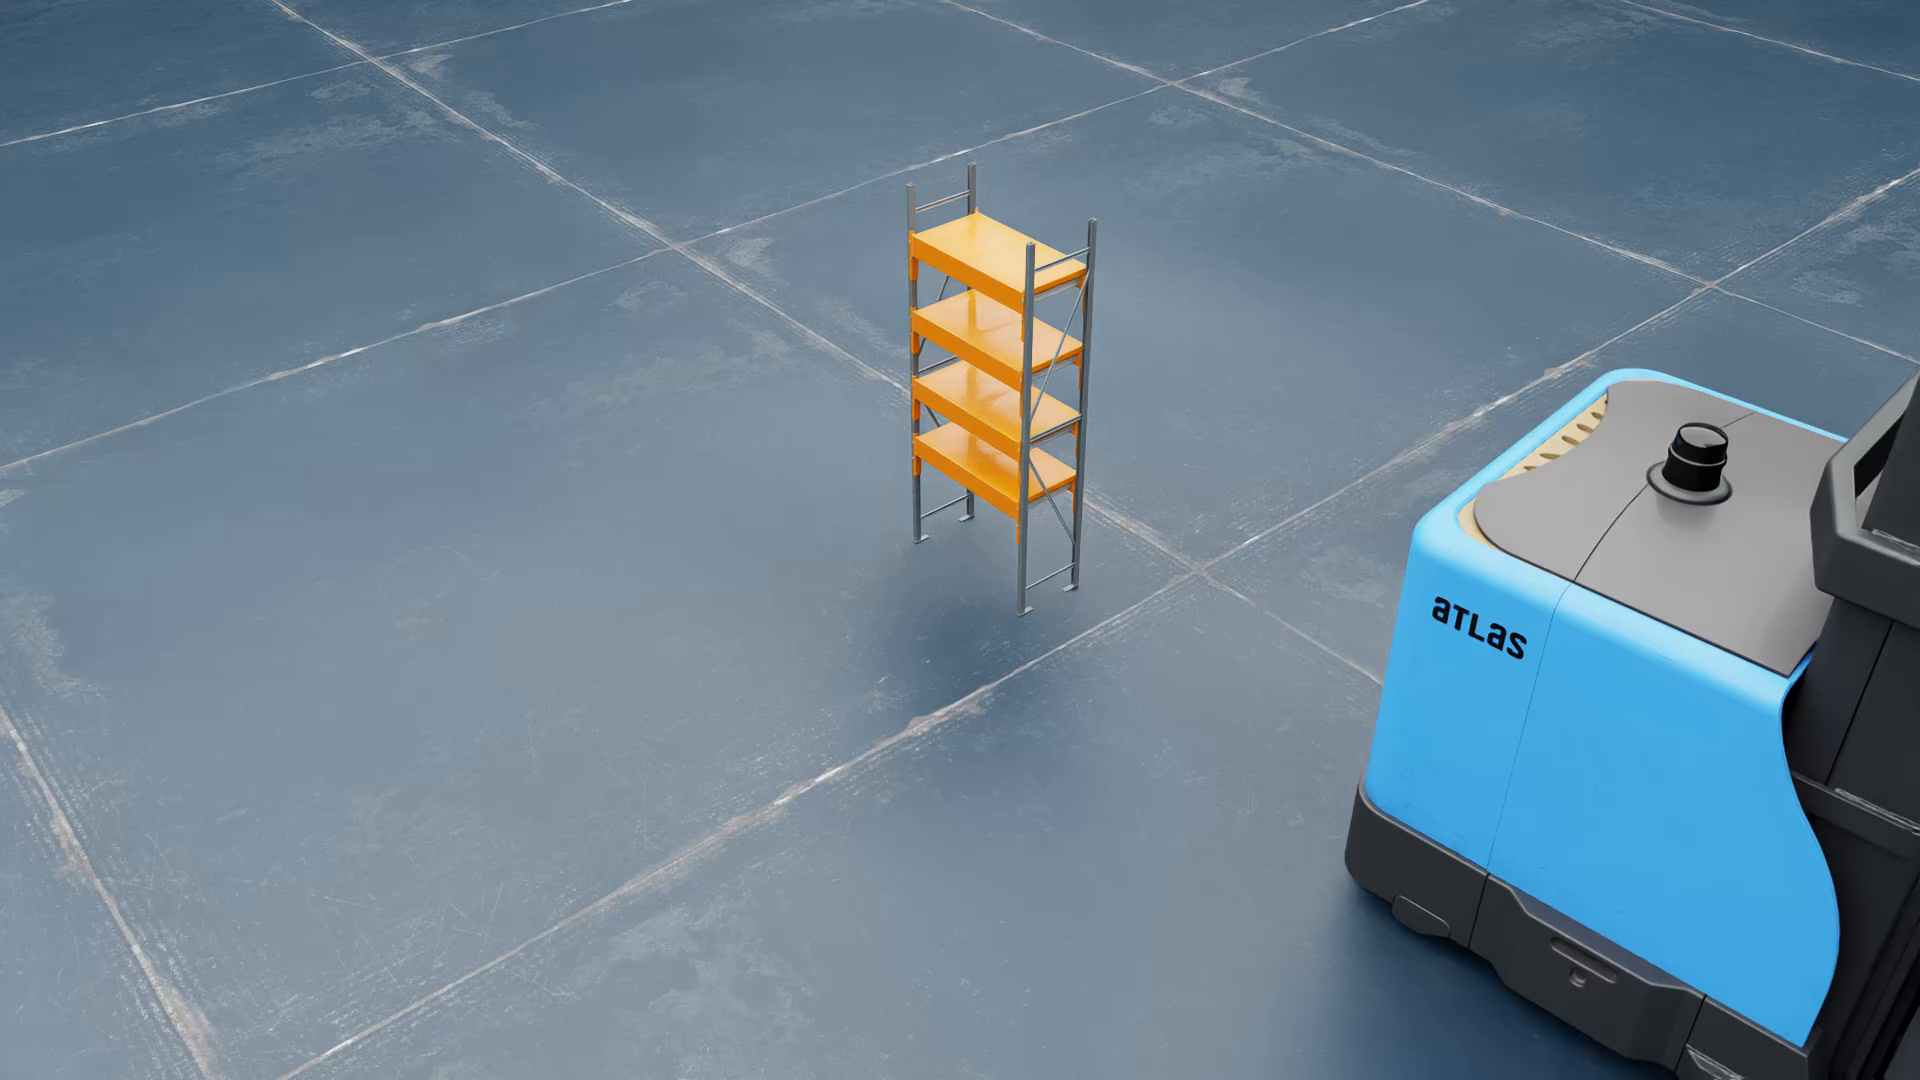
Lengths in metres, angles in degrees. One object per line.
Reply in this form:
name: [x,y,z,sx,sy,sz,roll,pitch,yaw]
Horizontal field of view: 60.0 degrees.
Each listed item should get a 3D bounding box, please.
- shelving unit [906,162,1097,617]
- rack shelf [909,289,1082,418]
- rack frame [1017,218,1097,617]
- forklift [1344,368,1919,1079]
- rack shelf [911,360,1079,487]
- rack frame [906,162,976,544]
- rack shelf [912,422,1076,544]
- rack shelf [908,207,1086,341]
shelving unit: [0.107,-0.417,4.800,0.258,1.200,0.503,-26,43,-32]
rack shelf: [0.107,-0.544,4.710,0.258,0.148,0.480,-26,43,-32]
rack frame: [0.264,-0.309,4.648,0.240,1.200,0.015,-26,43,-32]
forklift: [2.346,0.030,2.671,3.031,2.935,1.130,29,44,34]
rack shelf: [0.107,-0.362,4.839,0.258,0.148,0.480,-26,43,-32]
rack frame: [-0.051,-0.524,4.952,0.240,1.200,0.015,-26,43,-32]
rack shelf: [0.107,-0.200,4.954,0.258,0.148,0.480,-26,43,-32]
rack shelf: [0.107,-0.737,4.573,0.258,0.148,0.480,-26,43,-32]
